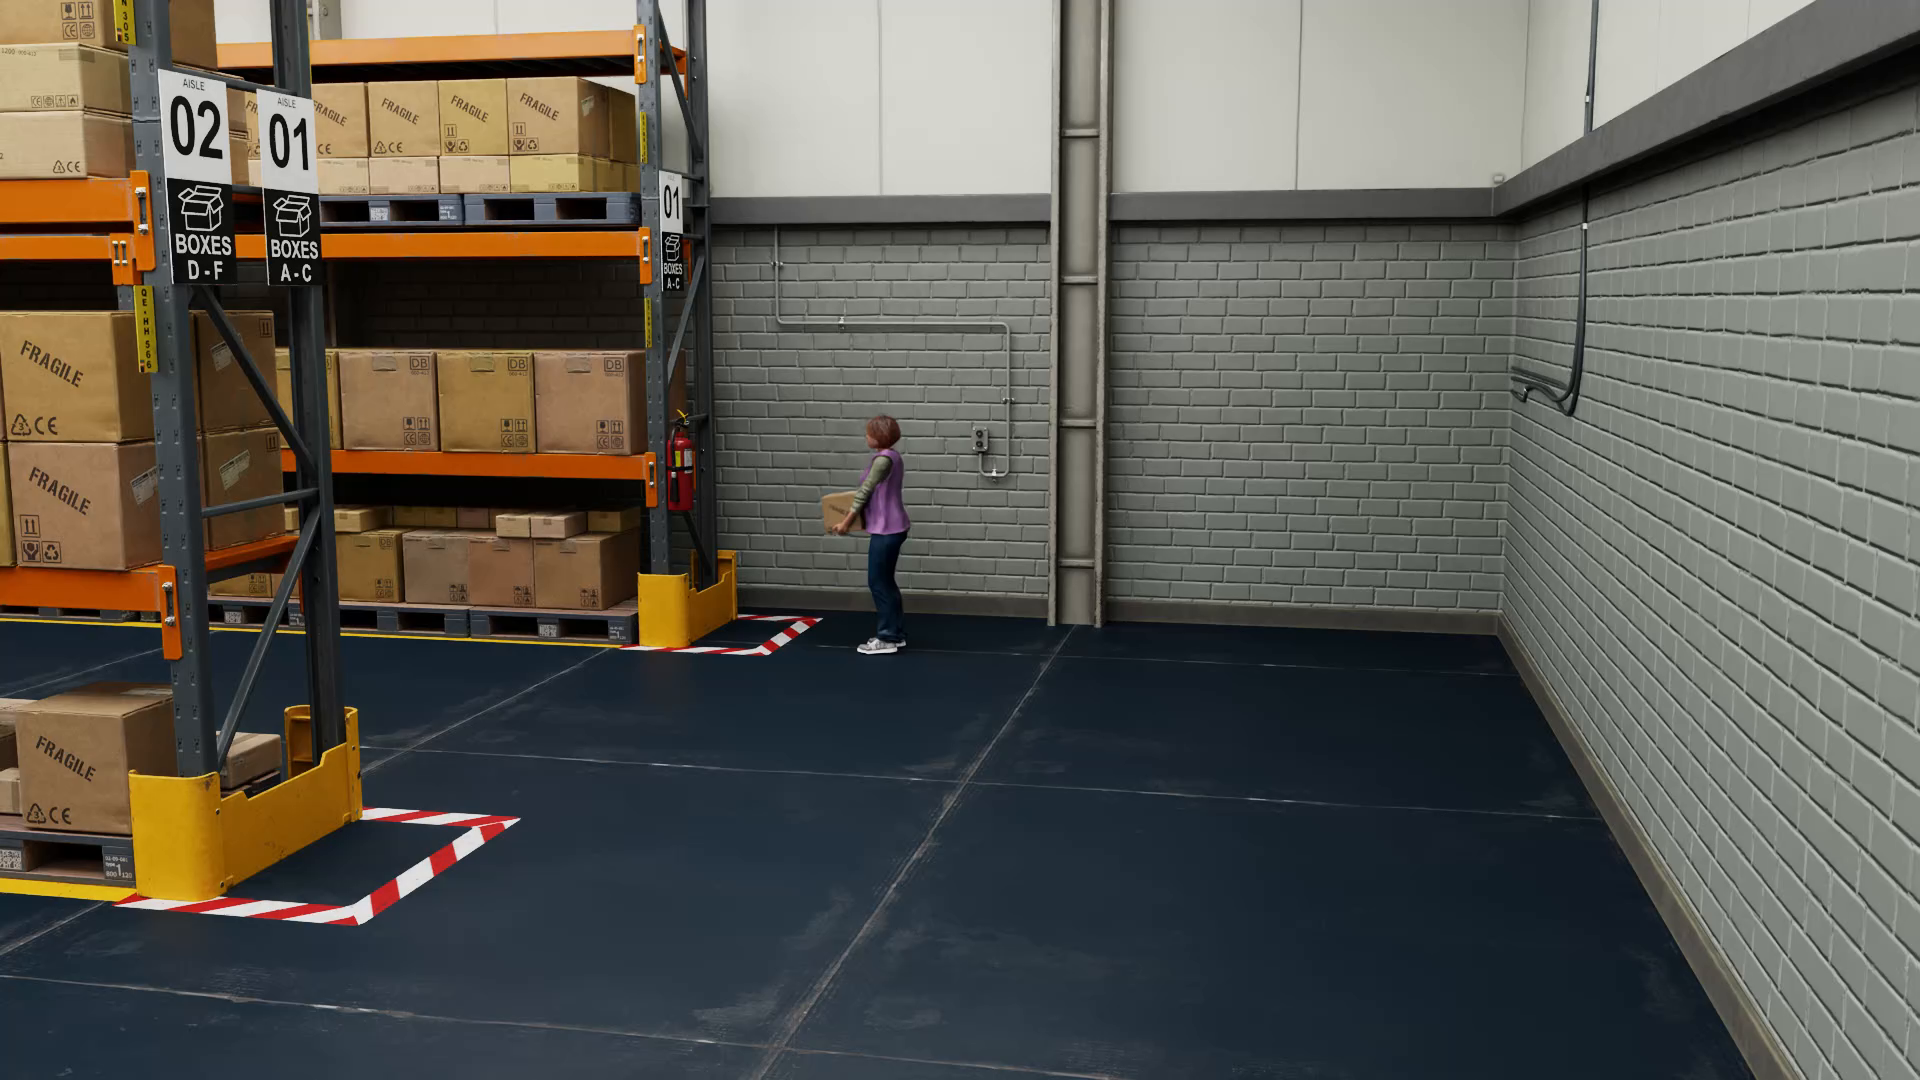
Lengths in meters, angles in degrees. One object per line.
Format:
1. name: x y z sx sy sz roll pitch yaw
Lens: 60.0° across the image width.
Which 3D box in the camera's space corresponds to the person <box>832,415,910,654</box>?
1. person: -0.585 -0.040 11.157 0.500 1.599 0.375 2 8 10
